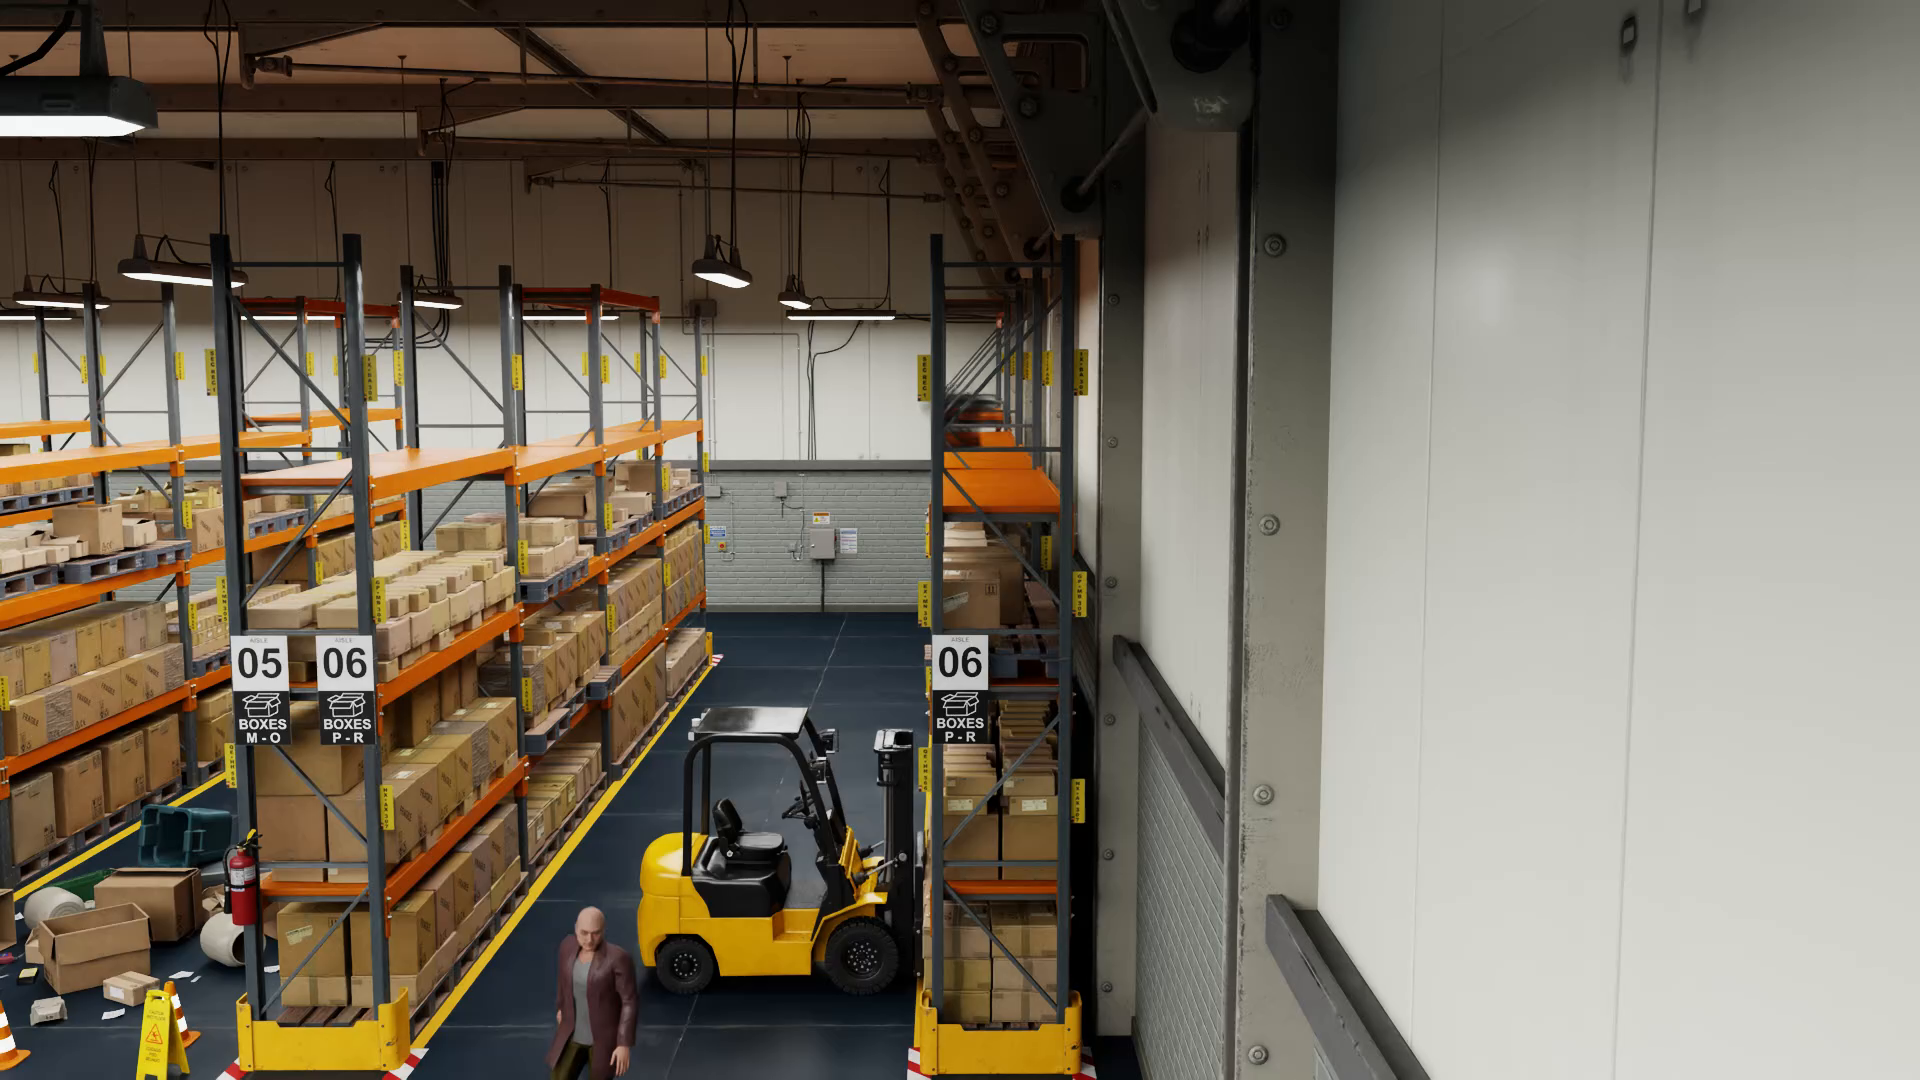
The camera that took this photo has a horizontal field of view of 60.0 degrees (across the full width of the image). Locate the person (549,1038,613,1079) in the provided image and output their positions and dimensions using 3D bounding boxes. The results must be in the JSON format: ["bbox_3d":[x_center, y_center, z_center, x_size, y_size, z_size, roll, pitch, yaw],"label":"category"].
[{"bbox_3d":[-2.361,3.441,10.680,0.445,1.002,0.469,2,7,15],"label":"person"}]
